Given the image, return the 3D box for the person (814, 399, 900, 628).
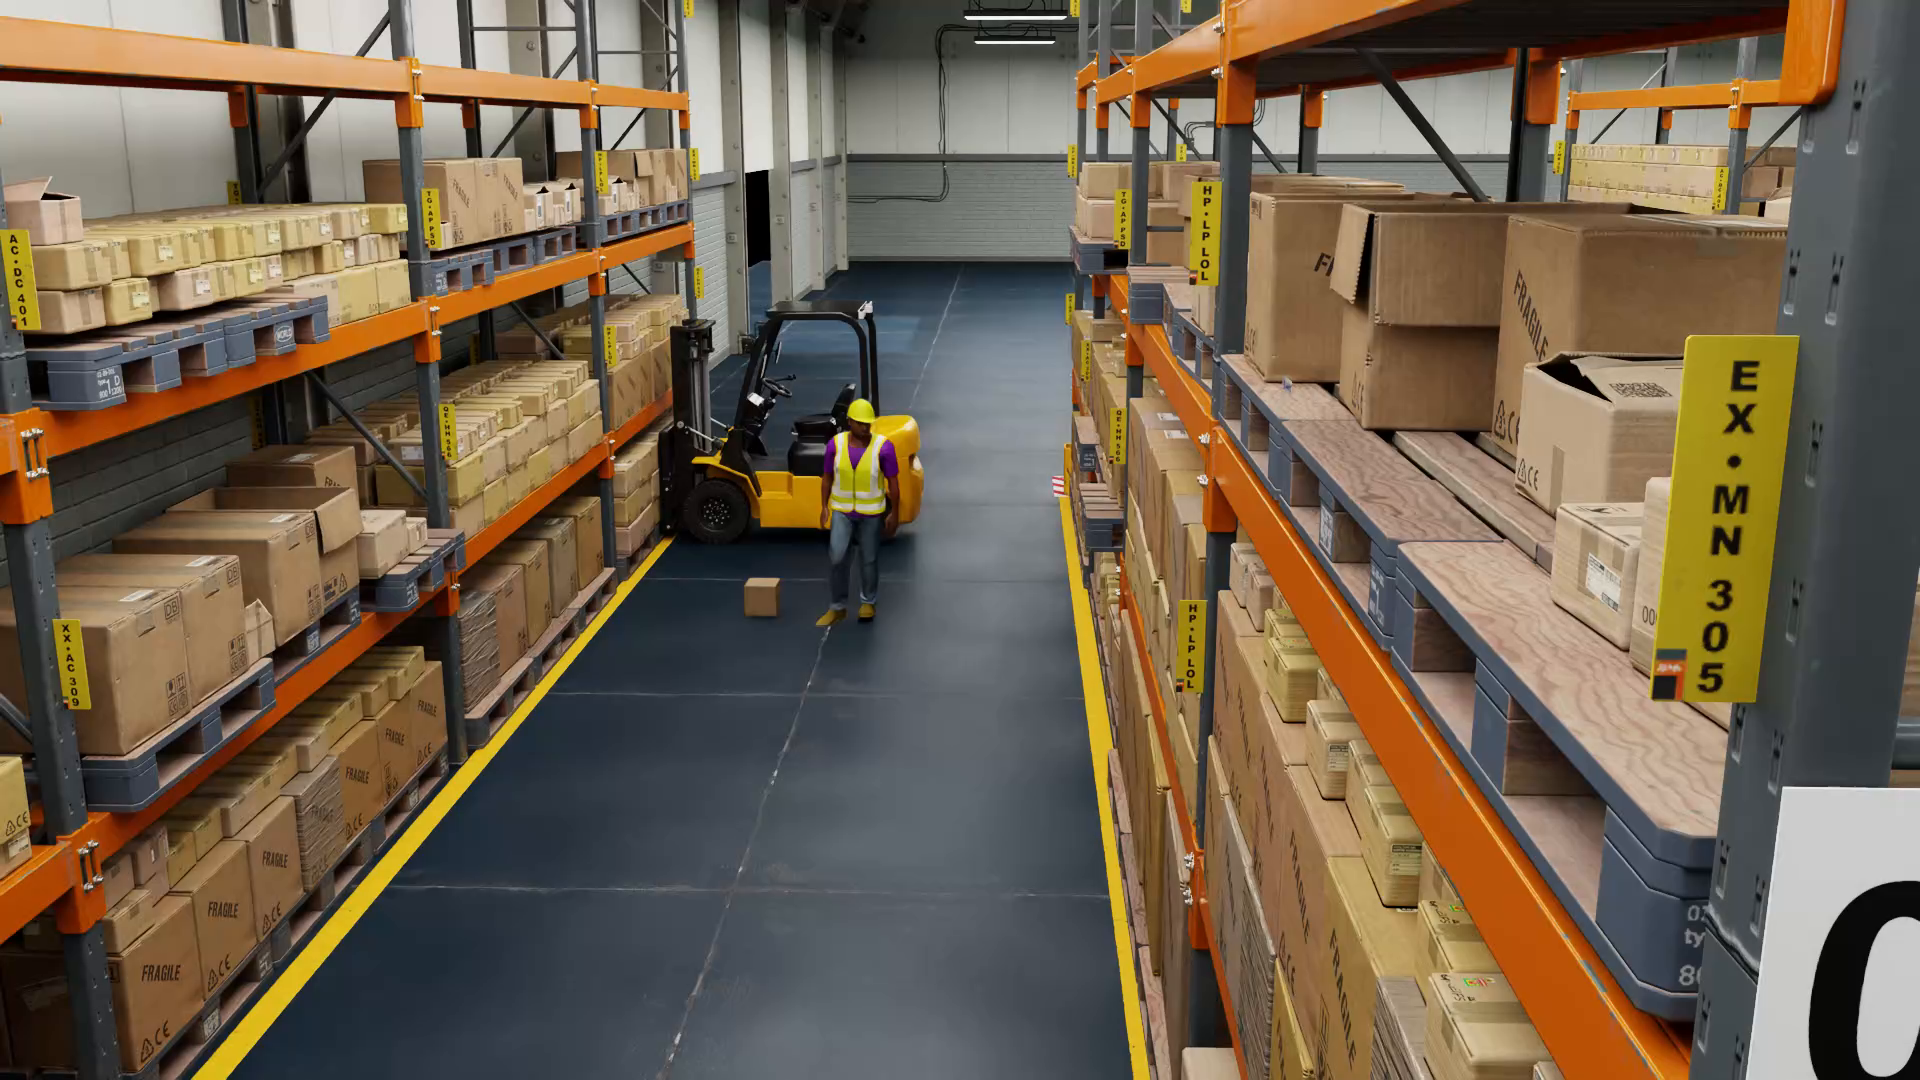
[{"bbox_3d":[-0.789,-0.206,12.821,0.665,1.809,0.522,1,14,5],"label":"person"}]
